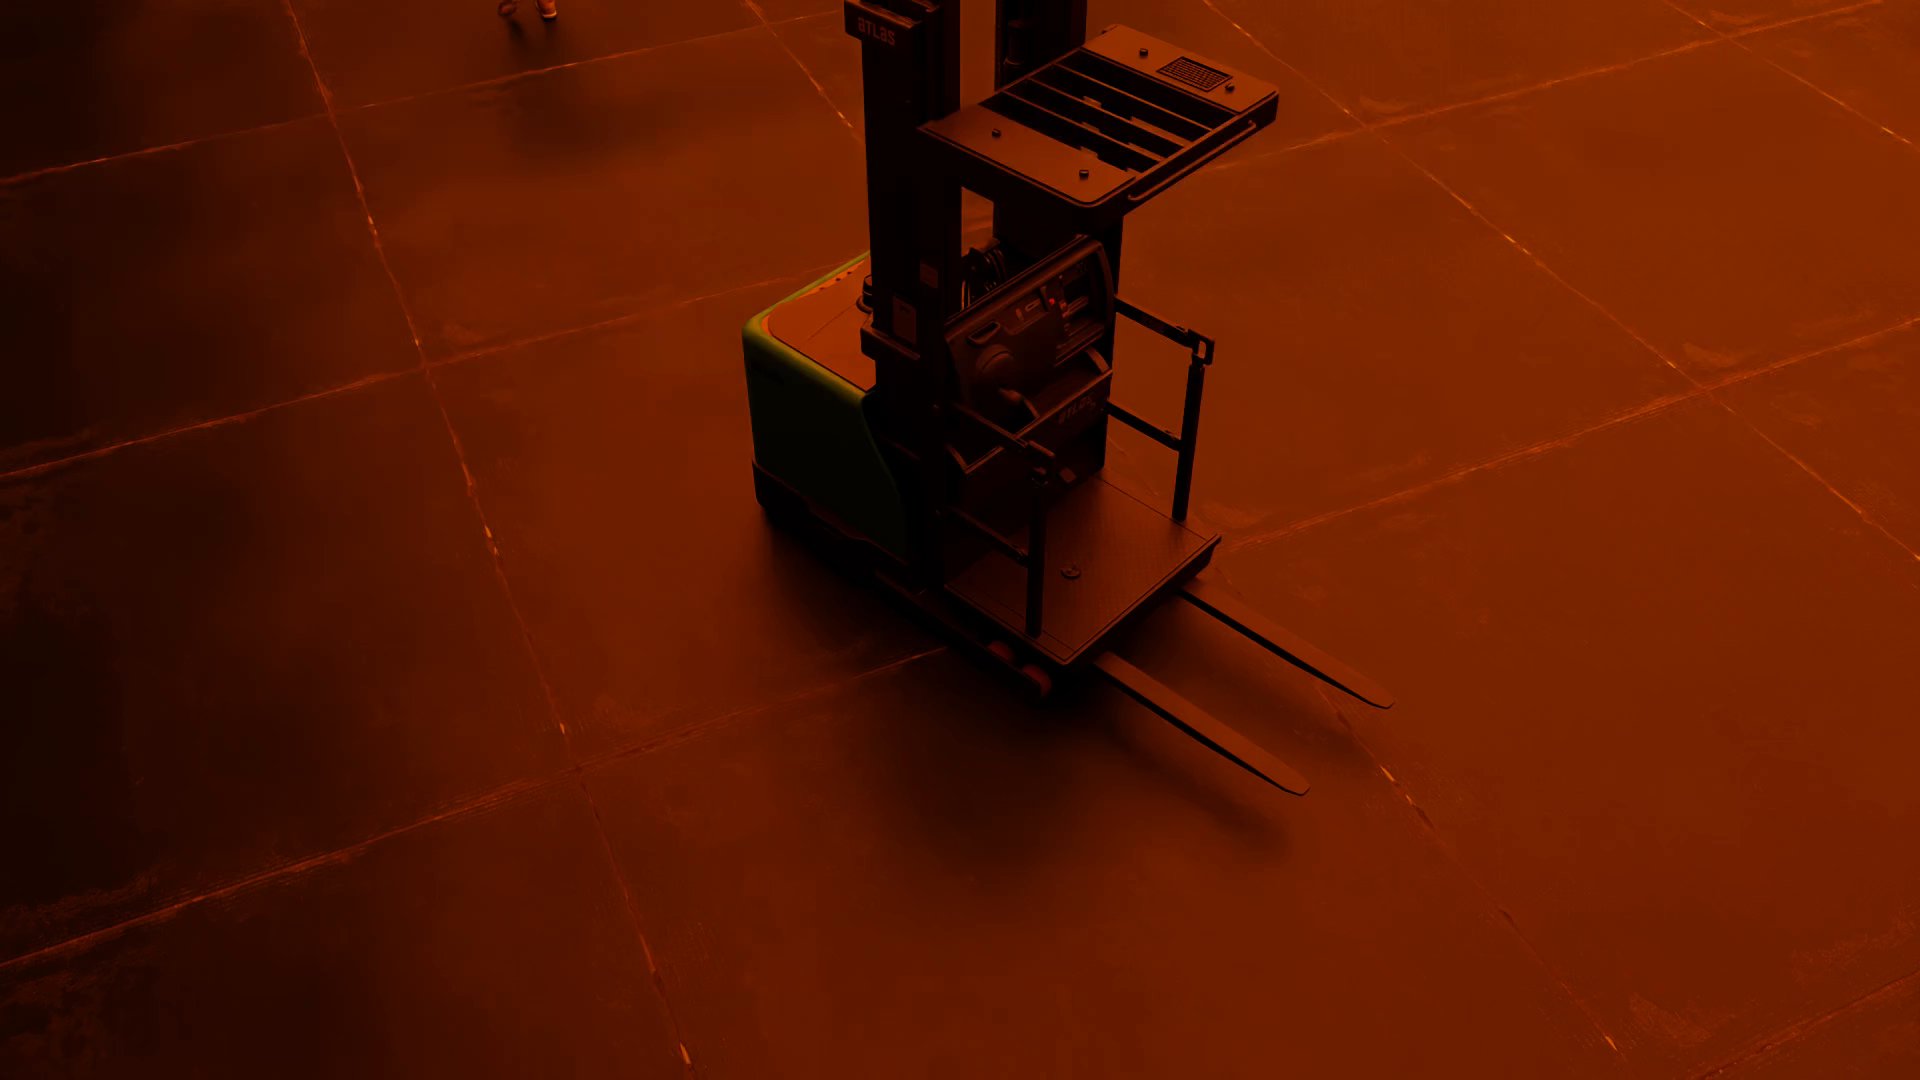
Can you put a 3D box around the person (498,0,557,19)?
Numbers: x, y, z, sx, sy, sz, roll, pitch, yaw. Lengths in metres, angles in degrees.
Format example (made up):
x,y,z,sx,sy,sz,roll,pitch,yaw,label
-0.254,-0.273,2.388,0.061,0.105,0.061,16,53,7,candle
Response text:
x,y,z,sx,sy,sz,roll,pitch,yaw,label
-3.044,-4.396,11.288,0.691,1.707,0.467,-14,45,-15,person

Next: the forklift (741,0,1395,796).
x,y,z,sx,sy,sz,roll,pitch,yaw,label
0.445,-0.788,6.525,3.031,2.935,1.130,32,52,30,forklift
